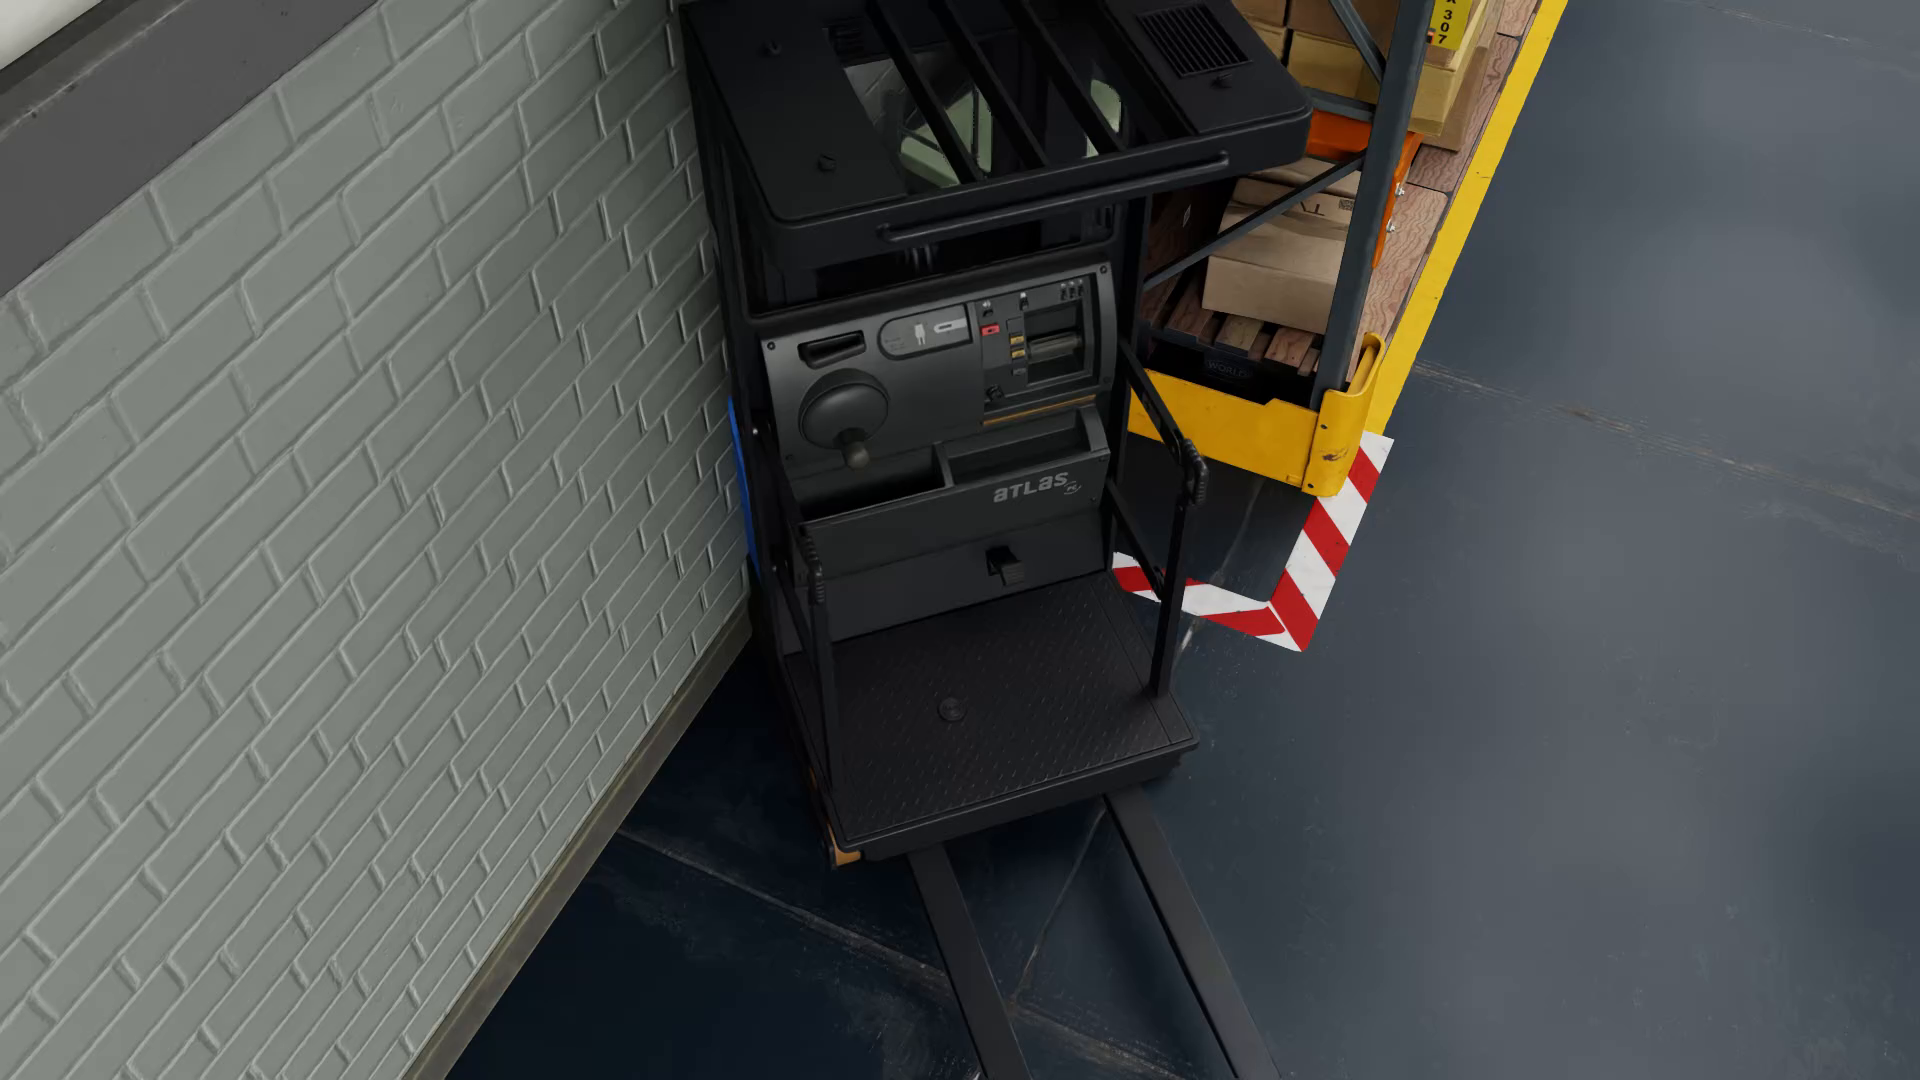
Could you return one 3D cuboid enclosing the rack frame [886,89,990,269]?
[{"bbox_3d":[-0.082,-0.668,5.132,0.400,1.500,0.023,32,54,21],"label":"rack frame"}]

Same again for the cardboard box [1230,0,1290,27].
[{"bbox_3d":[0.845,-1.957,5.038,0.500,0.500,0.500,19,52,16],"label":"cardboard box"}]

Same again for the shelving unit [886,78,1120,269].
[{"bbox_3d":[0.140,-0.879,5.331,0.431,1.500,0.755,32,54,21],"label":"shelving unit"}]

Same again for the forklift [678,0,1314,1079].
[{"bbox_3d":[0.031,-0.348,4.122,1.130,2.935,3.031,-15,51,-12],"label":"forklift"}]

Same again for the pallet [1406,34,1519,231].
[{"bbox_3d":[1.769,-1.896,7.225,1.003,0.211,1.213,20,52,16],"label":"pallet"}]

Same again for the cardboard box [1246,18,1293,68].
[{"bbox_3d":[0.860,-1.705,5.317,0.500,0.250,0.500,20,53,17],"label":"cardboard box"}]

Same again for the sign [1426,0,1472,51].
[{"bbox_3d":[1.326,-1.466,4.460,0.100,0.325,0.005,20,52,16],"label":"sign"}]

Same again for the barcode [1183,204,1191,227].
[{"bbox_3d":[0.858,-1.226,6.294,0.001,0.075,0.075,20,52,16],"label":"barcode"}]

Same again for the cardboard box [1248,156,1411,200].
[{"bbox_3d":[1.456,-1.473,6.511,0.500,0.311,0.500,24,54,19],"label":"cardboard box"}]

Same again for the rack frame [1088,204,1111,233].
[{"bbox_3d":[0.363,-1.090,5.531,0.400,1.500,0.023,32,54,21],"label":"rack frame"}]

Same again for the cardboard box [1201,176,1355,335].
[{"bbox_3d":[1.212,-1.081,6.176,0.500,0.311,0.500,14,51,12],"label":"cardboard box"}]

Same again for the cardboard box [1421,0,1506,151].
[{"bbox_3d":[1.814,-2.023,6.855,0.700,0.500,0.500,17,52,14],"label":"cardboard box"}]

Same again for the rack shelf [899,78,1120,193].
[{"bbox_3d":[0.166,-1.132,5.035,0.431,0.370,0.720,32,54,21],"label":"rack shelf"}]

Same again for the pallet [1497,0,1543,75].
[{"bbox_3d":[2.289,-2.739,7.942,1.003,0.211,1.213,20,52,16],"label":"pallet"}]

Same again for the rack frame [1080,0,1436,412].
[{"bbox_3d":[0.835,-1.362,4.940,1.000,3.000,0.127,20,52,16],"label":"rack frame"}]

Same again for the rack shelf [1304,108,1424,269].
[{"bbox_3d":[1.690,-2.506,6.385,1.077,0.370,4.000,20,52,16],"label":"rack shelf"}]

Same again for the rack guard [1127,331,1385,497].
[{"bbox_3d":[0.868,-0.604,5.936,1.175,0.500,0.348,20,52,16],"label":"rack guard"}]

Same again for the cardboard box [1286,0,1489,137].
[{"bbox_3d":[1.331,-1.553,5.187,0.500,0.250,0.500,18,52,15],"label":"cardboard box"}]

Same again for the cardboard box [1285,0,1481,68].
[{"bbox_3d":[1.311,-1.794,4.900,0.500,0.500,0.500,20,52,16],"label":"cardboard box"}]

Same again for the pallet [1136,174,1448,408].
[{"bbox_3d":[1.247,-1.059,6.512,1.003,0.211,1.213,20,52,16],"label":"pallet"}]

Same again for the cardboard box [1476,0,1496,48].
[{"bbox_3d":[1.540,-1.915,5.495,0.500,0.250,0.500,18,52,15],"label":"cardboard box"}]
